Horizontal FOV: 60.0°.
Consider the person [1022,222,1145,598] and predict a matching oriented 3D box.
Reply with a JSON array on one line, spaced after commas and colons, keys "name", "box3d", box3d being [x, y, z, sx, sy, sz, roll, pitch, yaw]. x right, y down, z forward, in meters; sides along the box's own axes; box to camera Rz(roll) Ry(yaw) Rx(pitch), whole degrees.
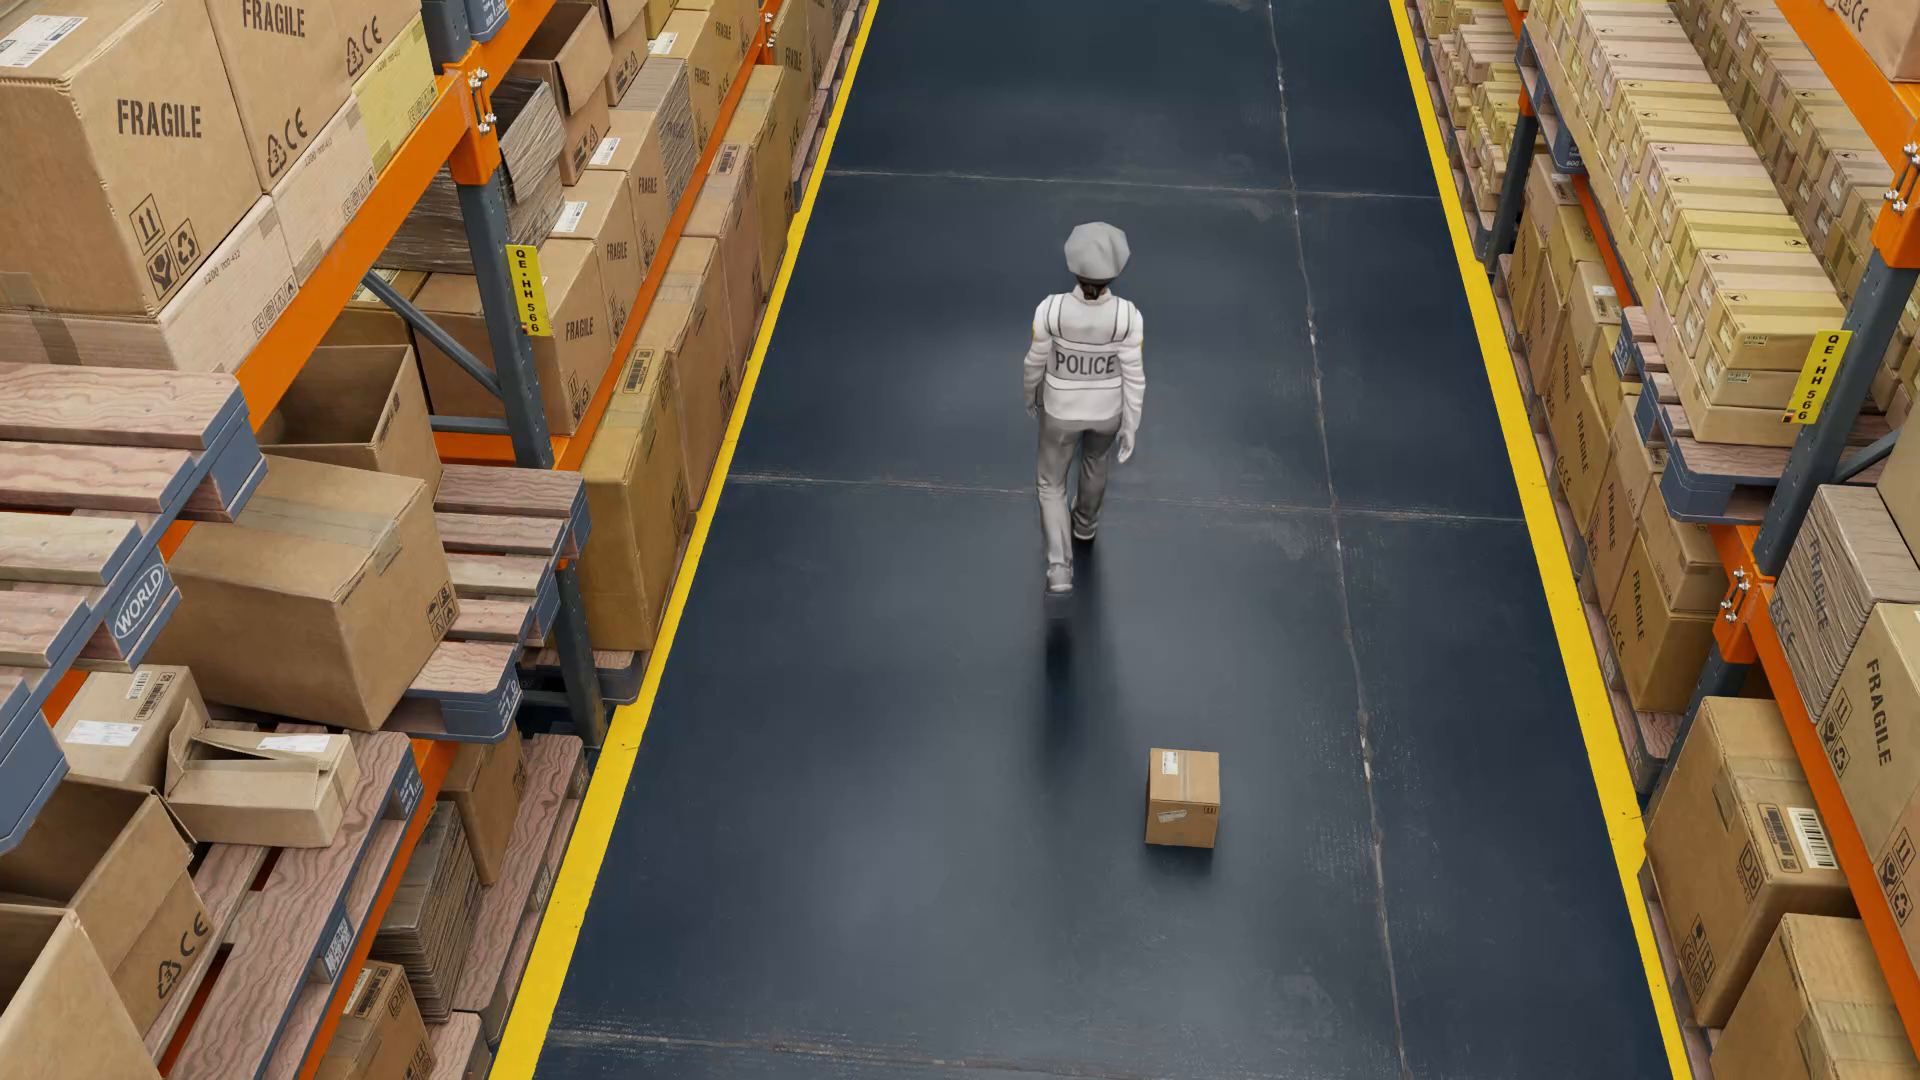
[{"name": "person", "box3d": [0.494, -0.520, 6.733, 0.479, 1.648, 0.883, -1, 40, -1]}]
